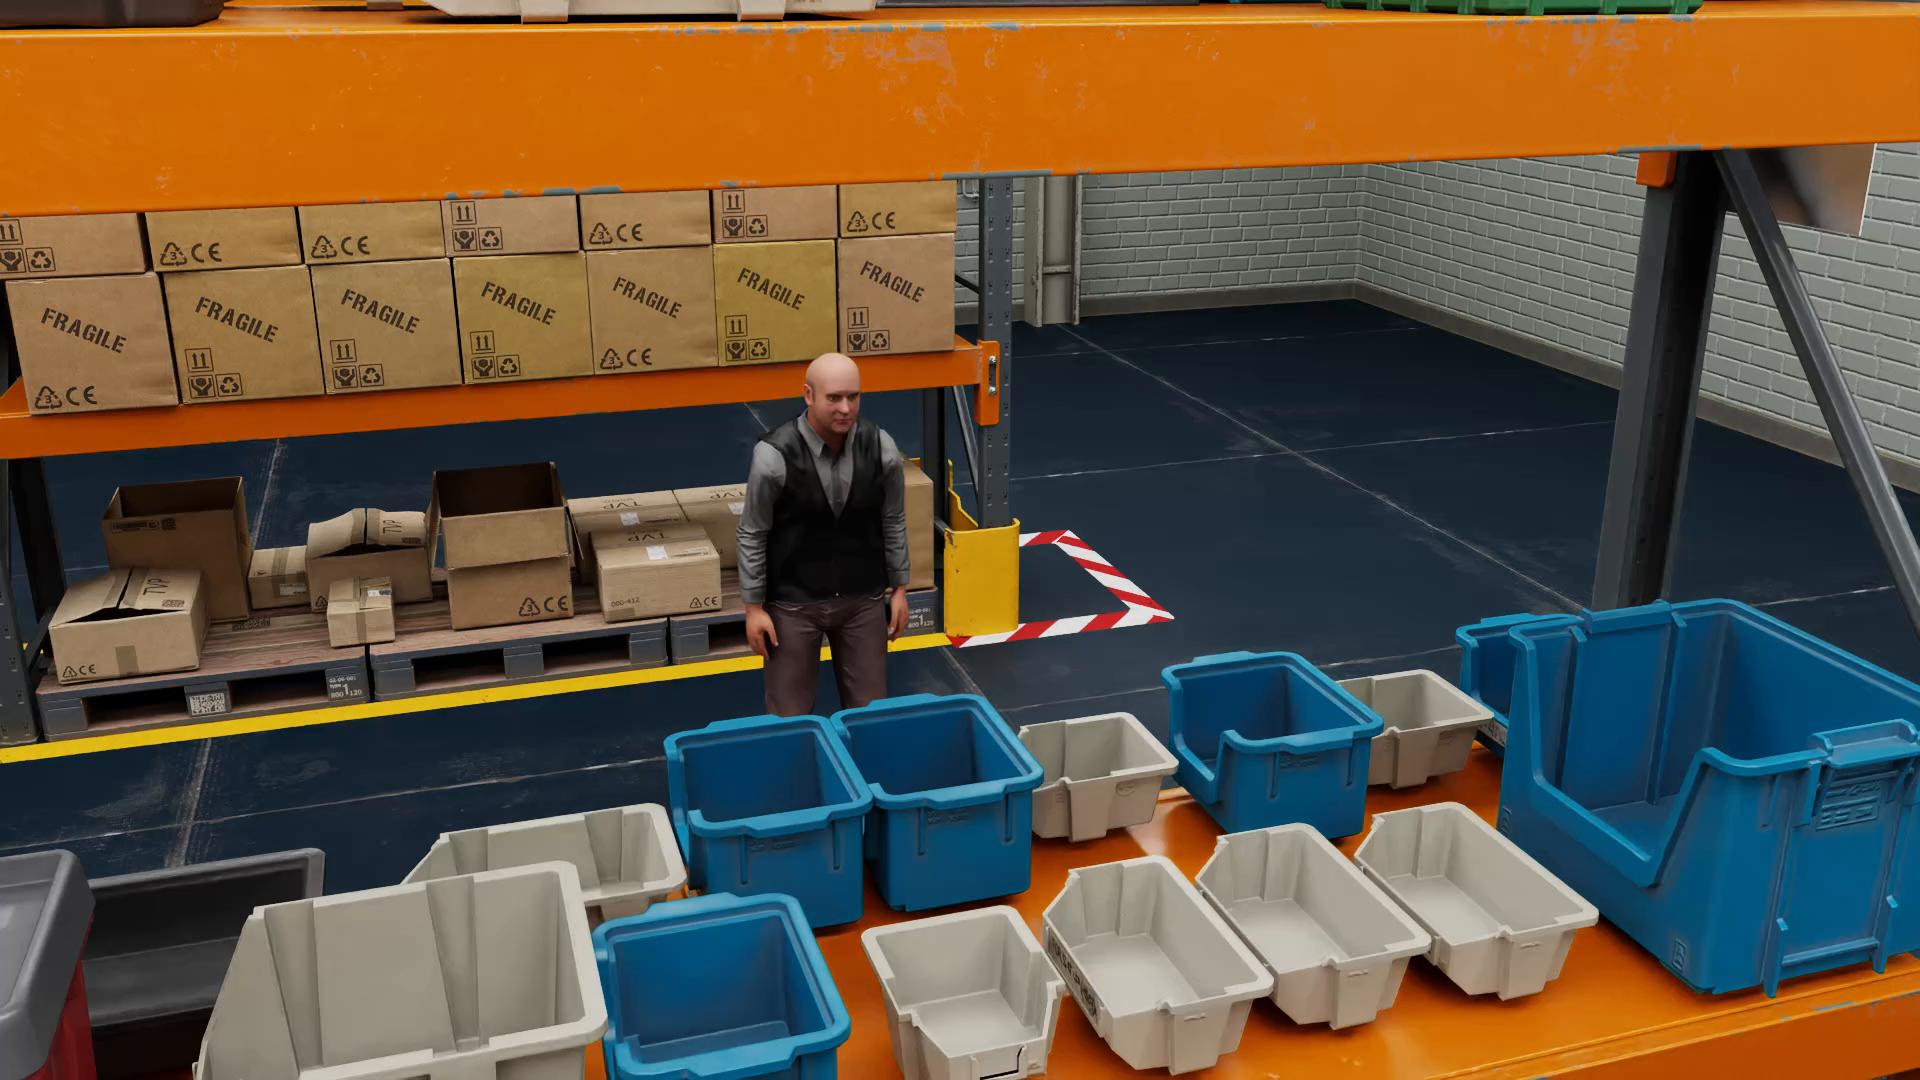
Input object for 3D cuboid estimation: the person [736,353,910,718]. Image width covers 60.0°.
[{"bbox_3d":[-0.433,0.224,5.457,0.585,1.719,0.475,-7,20,-20],"label":"person"}]
